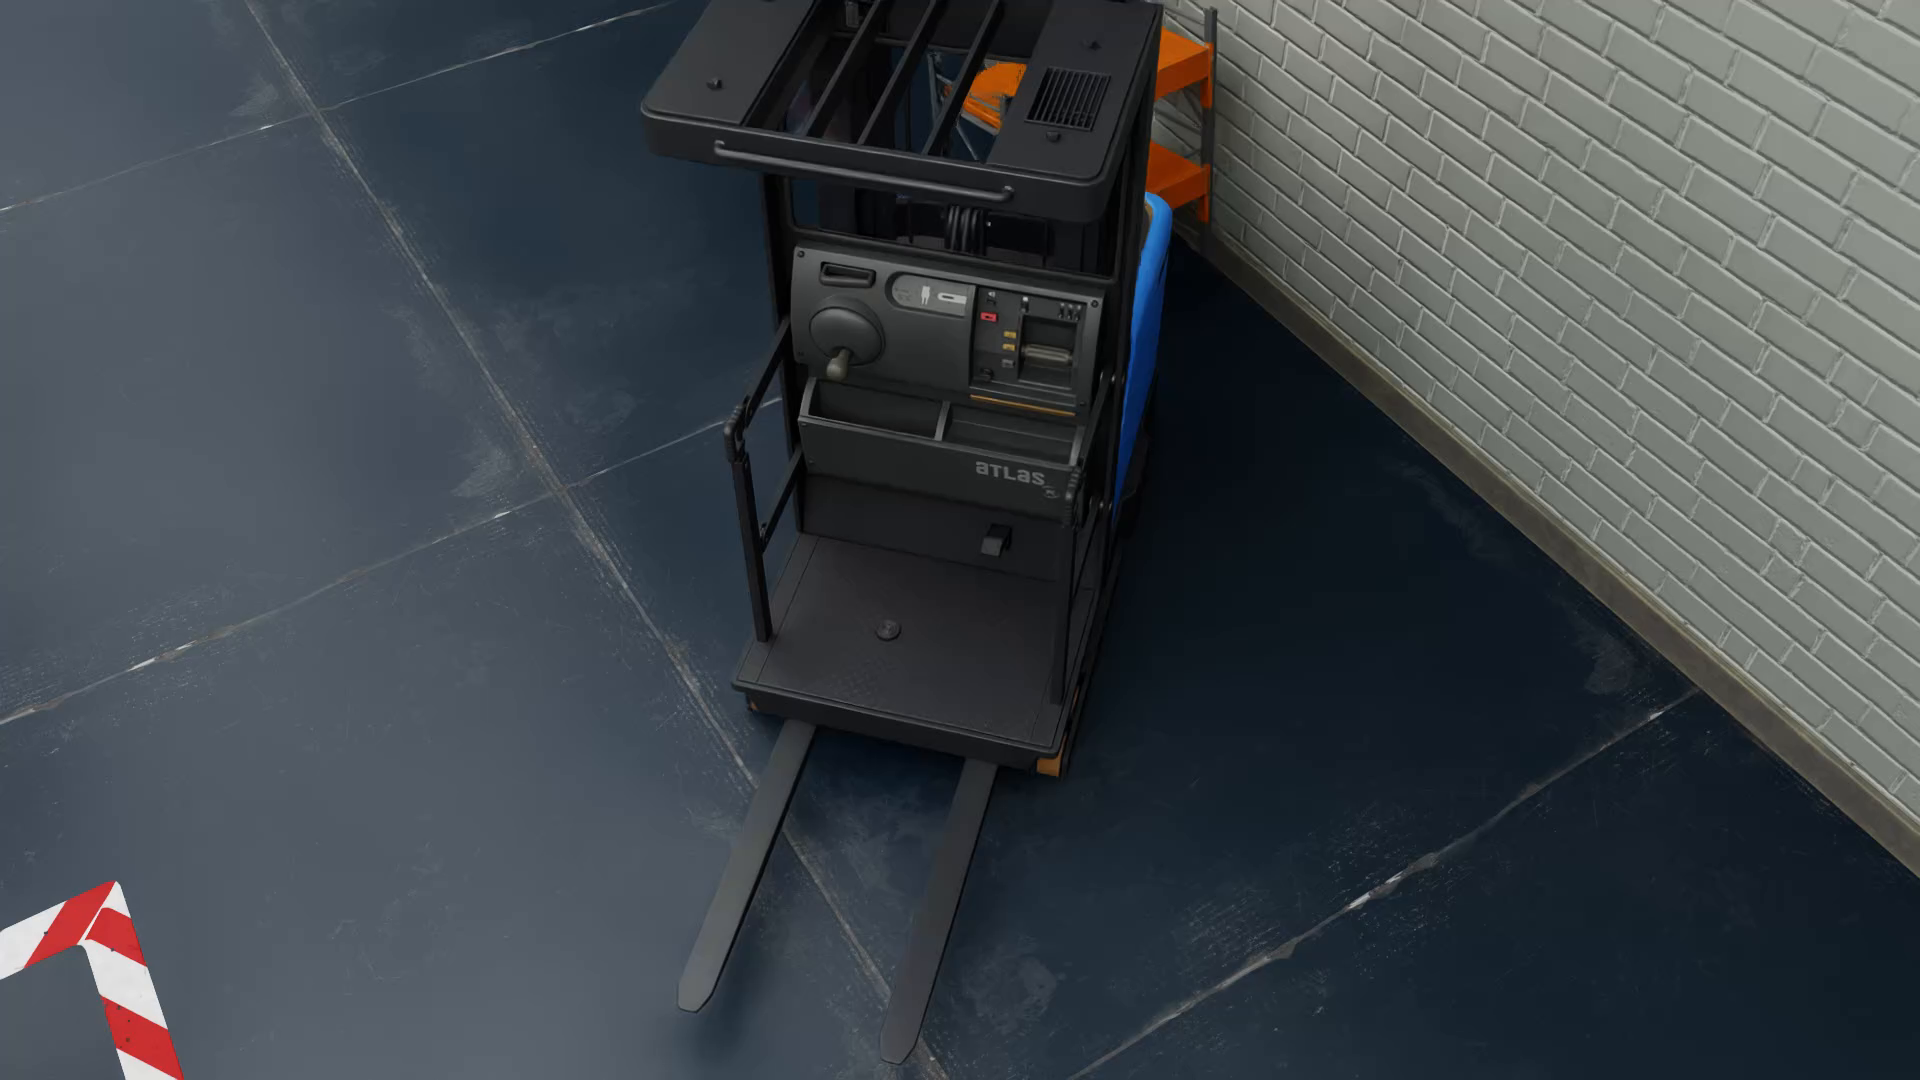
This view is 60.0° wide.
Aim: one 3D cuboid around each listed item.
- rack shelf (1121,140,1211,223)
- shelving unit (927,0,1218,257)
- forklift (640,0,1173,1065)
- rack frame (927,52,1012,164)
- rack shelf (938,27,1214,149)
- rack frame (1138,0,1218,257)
[{"bbox_3d":[0.502,-1.377,6.998,1.000,0.278,0.538,-29,47,-24],"label":"rack shelf"},{"bbox_3d":[0.484,-1.558,6.835,1.048,1.125,0.538,-29,47,-24],"label":"shelving unit"},{"bbox_3d":[-0.100,-0.517,4.747,1.130,2.935,3.031,11,49,10],"label":"forklift"},{"bbox_3d":[0.075,-1.334,6.633,0.032,1.125,0.500,-29,47,-24],"label":"rack frame"},{"bbox_3d":[0.462,-1.775,6.640,1.000,0.278,0.538,-29,47,-24],"label":"rack shelf"},{"bbox_3d":[0.893,-1.783,7.038,0.032,1.125,0.500,-29,47,-24],"label":"rack frame"}]
